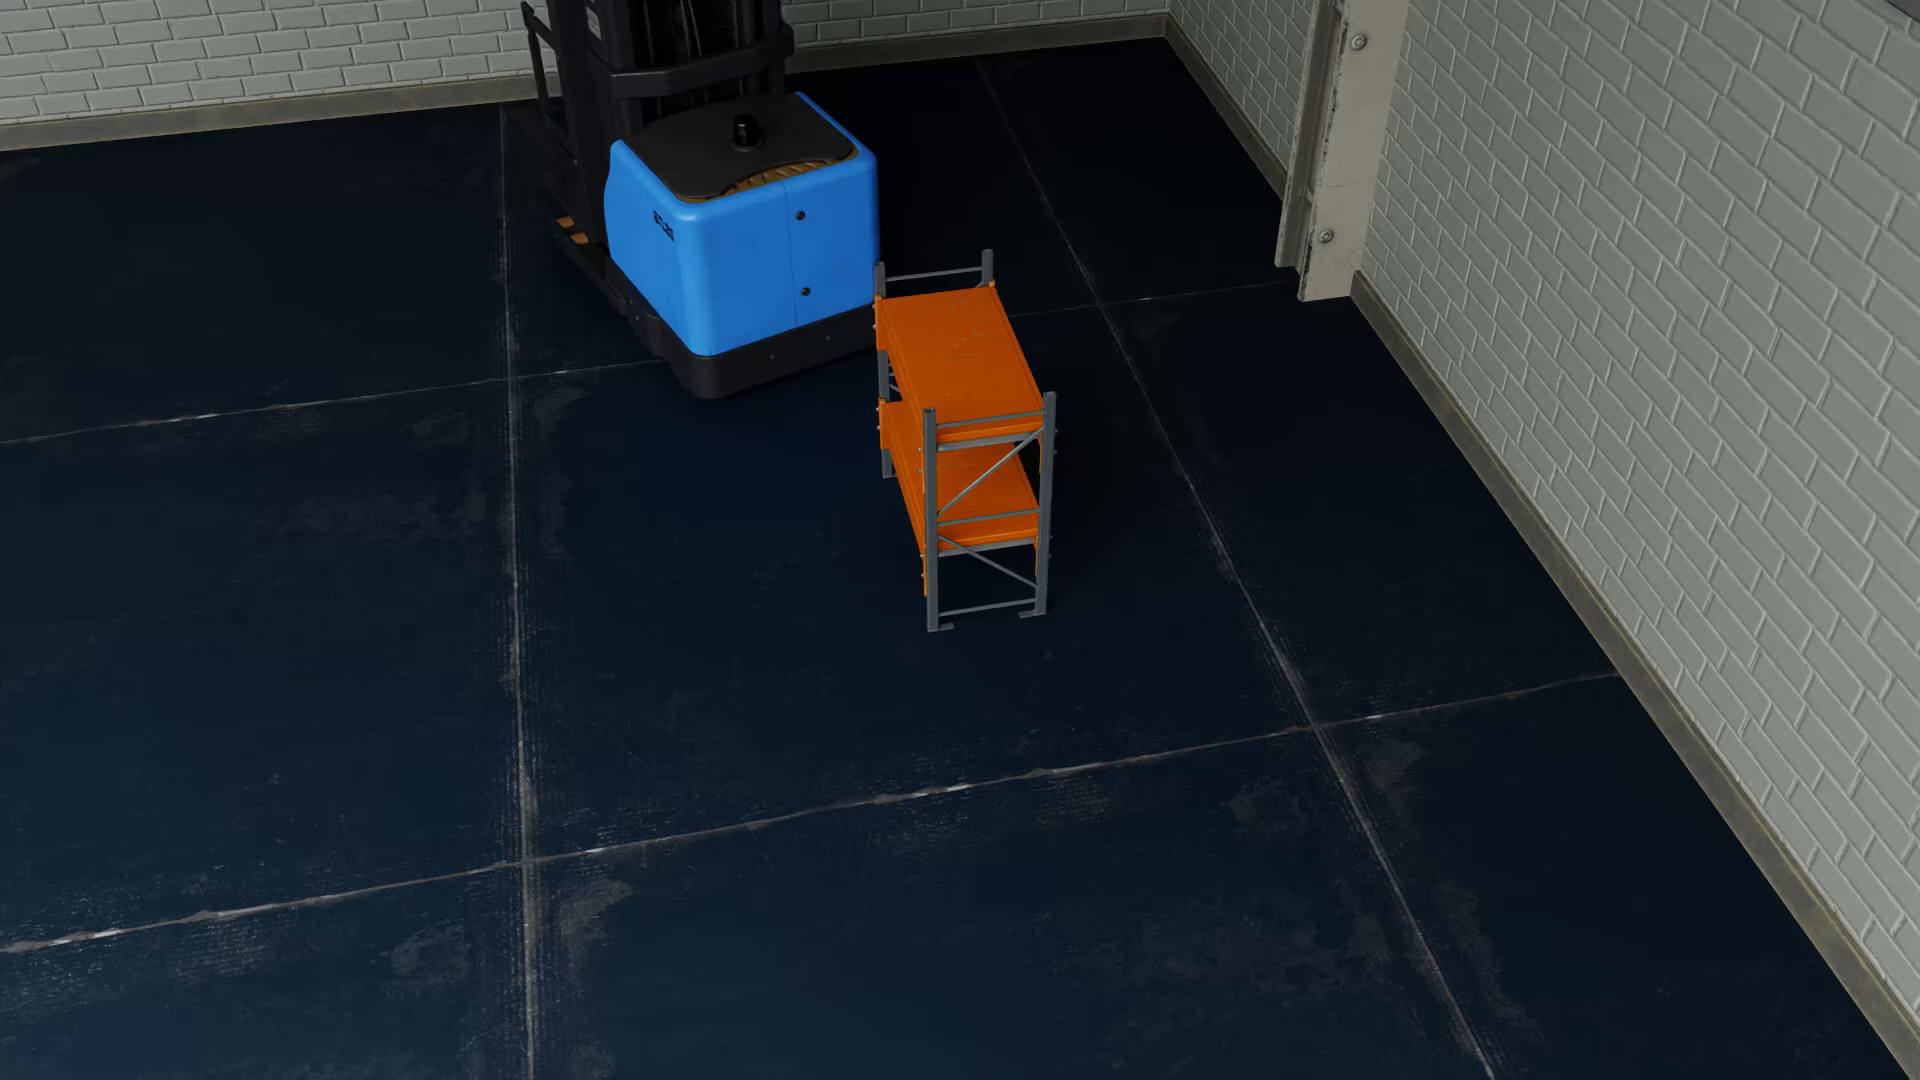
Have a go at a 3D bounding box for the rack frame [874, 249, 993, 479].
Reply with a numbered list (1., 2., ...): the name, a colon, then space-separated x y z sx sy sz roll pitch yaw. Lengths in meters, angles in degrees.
1. rack frame: -0.108 -0.746 7.243 0.500 1.125 0.032 -8 42 -9

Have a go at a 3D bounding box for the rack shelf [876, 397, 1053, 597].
1. rack shelf: 0.001 -0.233 7.034 0.538 0.278 1.000 -8 42 -9

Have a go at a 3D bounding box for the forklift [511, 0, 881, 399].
1. forklift: -1.563 -2.722 8.109 1.130 2.935 3.031 -22 46 -23

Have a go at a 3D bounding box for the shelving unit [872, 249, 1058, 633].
1. shelving unit: 0.001 -0.416 6.872 0.538 1.125 1.048 -8 42 -9

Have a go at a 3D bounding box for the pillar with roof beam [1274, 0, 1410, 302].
1. pillar with roof beam: -2.325 -4.138 5.133 9.100 9.000 0.400 -8 42 -9

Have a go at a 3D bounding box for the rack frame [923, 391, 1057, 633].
1. rack frame: 0.111 -0.087 6.500 0.500 1.125 0.032 -8 42 -9

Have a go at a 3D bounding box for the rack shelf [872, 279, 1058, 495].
1. rack shelf: 0.001 -0.635 6.677 0.538 0.278 1.000 -8 42 -9
